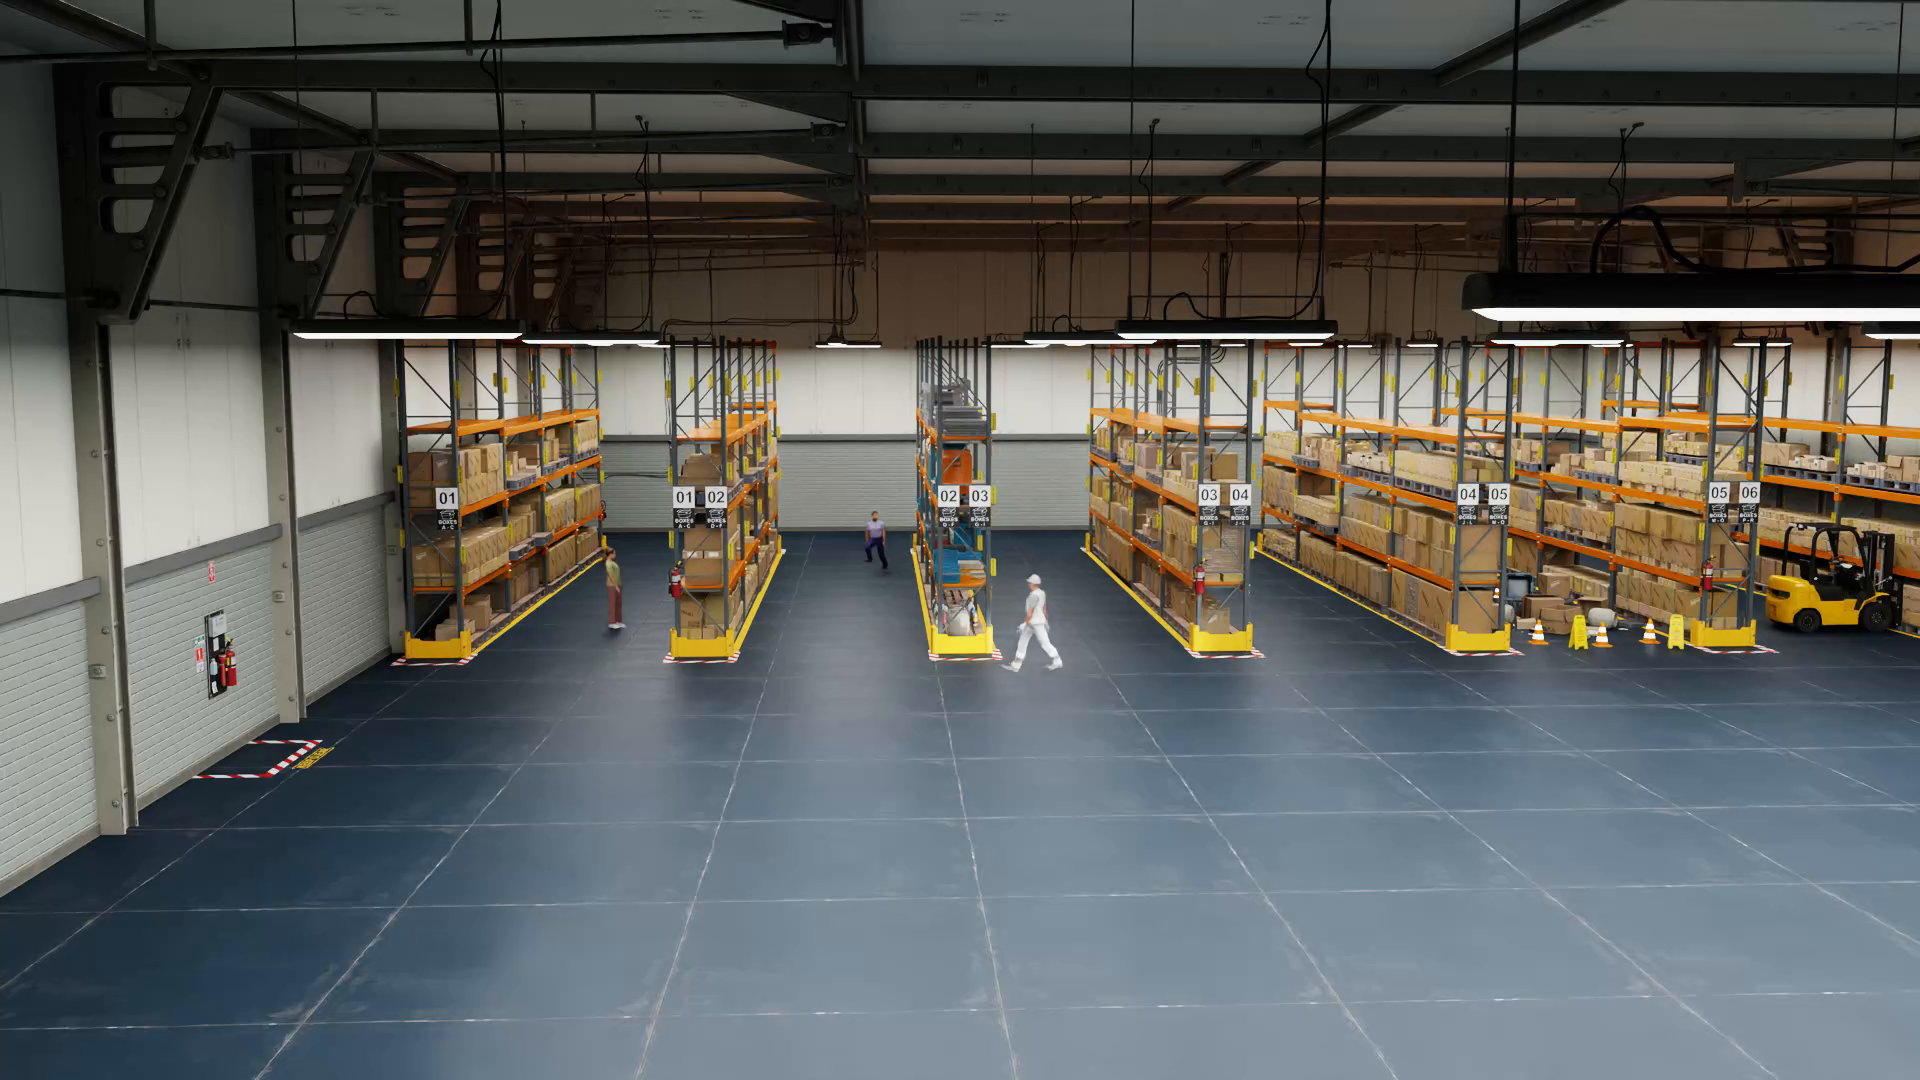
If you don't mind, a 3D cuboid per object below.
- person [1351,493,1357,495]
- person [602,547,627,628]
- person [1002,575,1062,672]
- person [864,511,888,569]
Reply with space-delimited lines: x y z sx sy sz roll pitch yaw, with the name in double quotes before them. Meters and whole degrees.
"person" 11.283 -0.540 47.808 0.983 1.617 0.580 5 8 38
"person" -7.163 0.995 34.450 0.456 1.712 0.509 2 7 15
"person" 1.304 1.491 29.628 1.053 1.749 0.480 -3 7 -24
"person" -2.196 0.006 42.992 0.564 1.543 0.938 1 7 13
